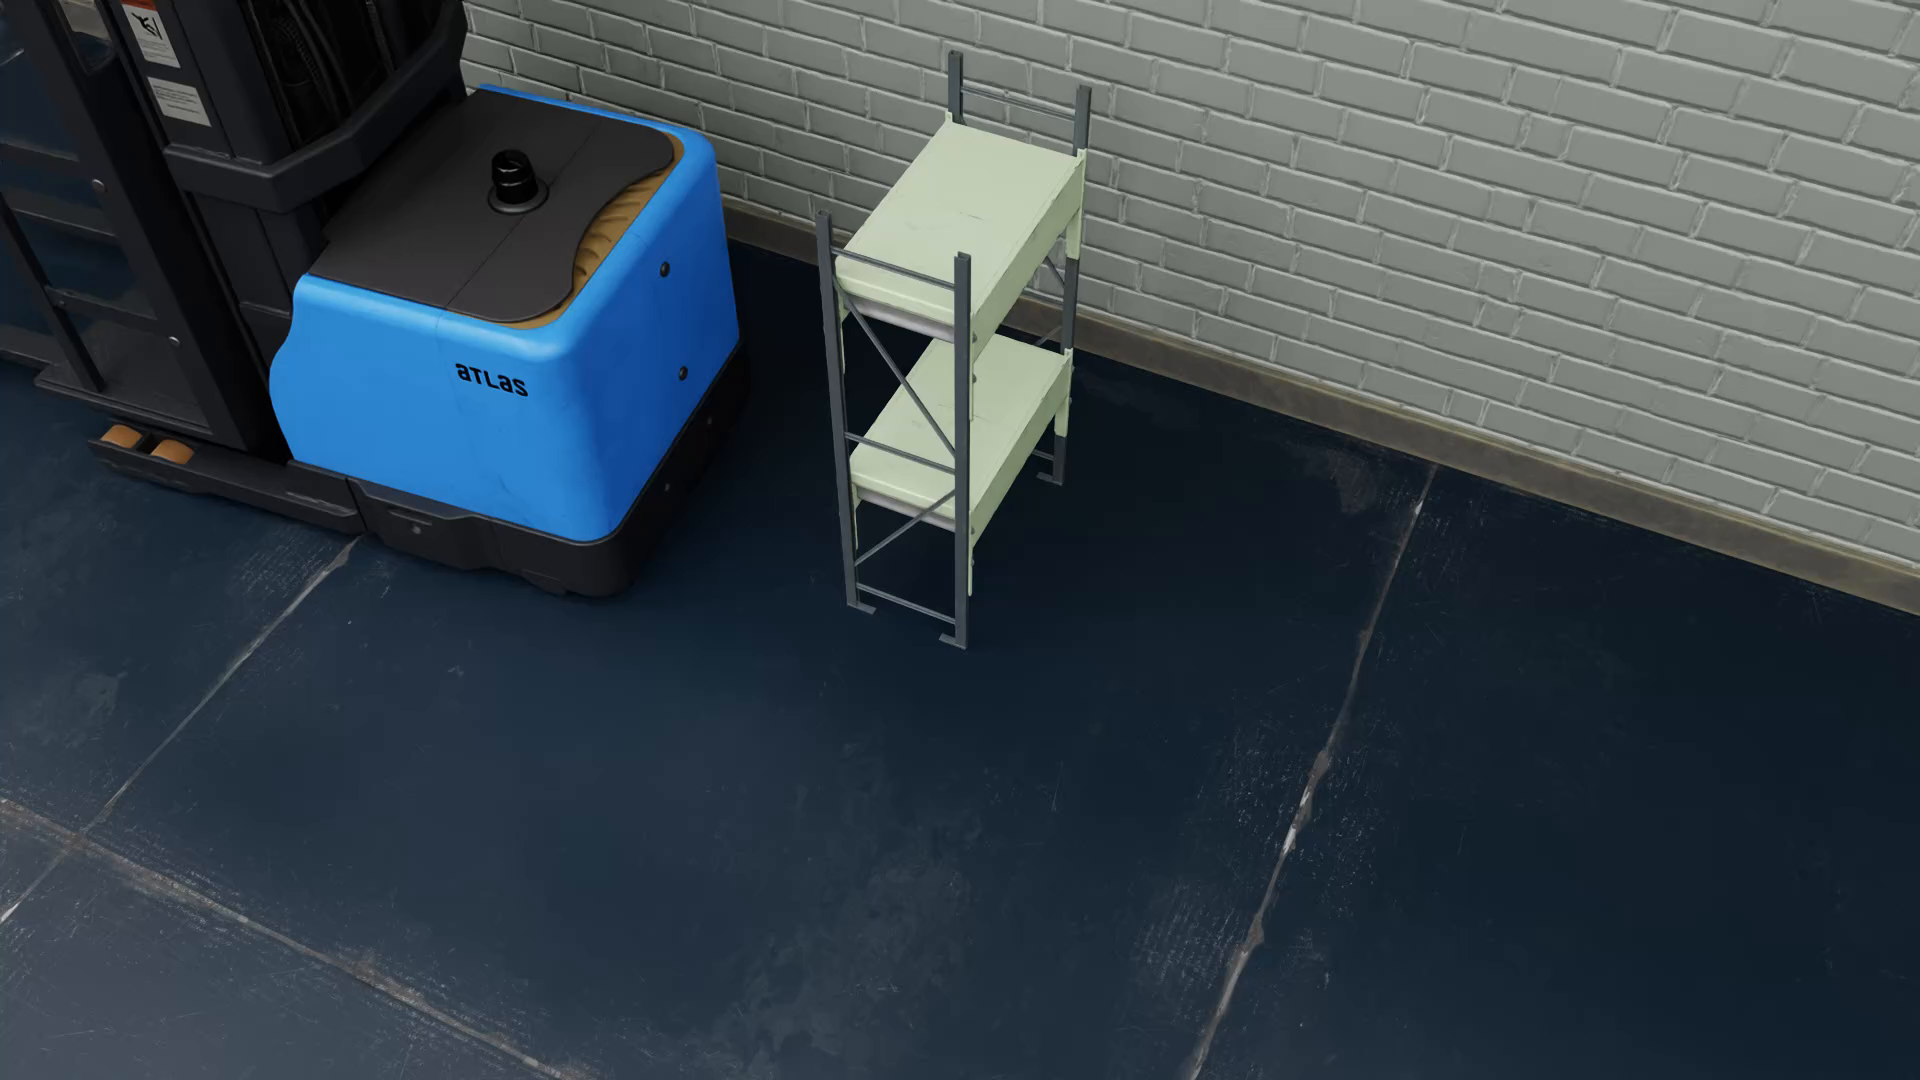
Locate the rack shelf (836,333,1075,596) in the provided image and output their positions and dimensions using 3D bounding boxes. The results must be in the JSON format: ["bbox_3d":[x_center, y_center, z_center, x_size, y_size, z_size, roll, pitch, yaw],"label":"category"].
[{"bbox_3d":[-0.003,-0.270,4.923,0.431,0.370,0.720,20,52,16],"label":"rack shelf"}]

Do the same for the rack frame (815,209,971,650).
[{"bbox_3d":[-0.159,-0.229,4.460,0.400,1.500,0.023,20,52,16],"label":"rack frame"}]

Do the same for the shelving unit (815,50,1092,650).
[{"bbox_3d":[-0.003,-0.481,4.675,0.431,1.500,0.755,20,52,16],"label":"shelving unit"}]

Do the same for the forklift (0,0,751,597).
[{"bbox_3d":[-2.275,-1.476,4.581,3.031,2.935,1.130,15,51,13],"label":"forklift"}]

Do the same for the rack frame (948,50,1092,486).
[{"bbox_3d":[0.154,-0.733,4.889,0.400,1.500,0.023,20,52,16],"label":"rack frame"}]

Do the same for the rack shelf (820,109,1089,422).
[{"bbox_3d":[-0.003,-0.734,4.378,0.431,0.370,0.720,20,52,16],"label":"rack shelf"}]
